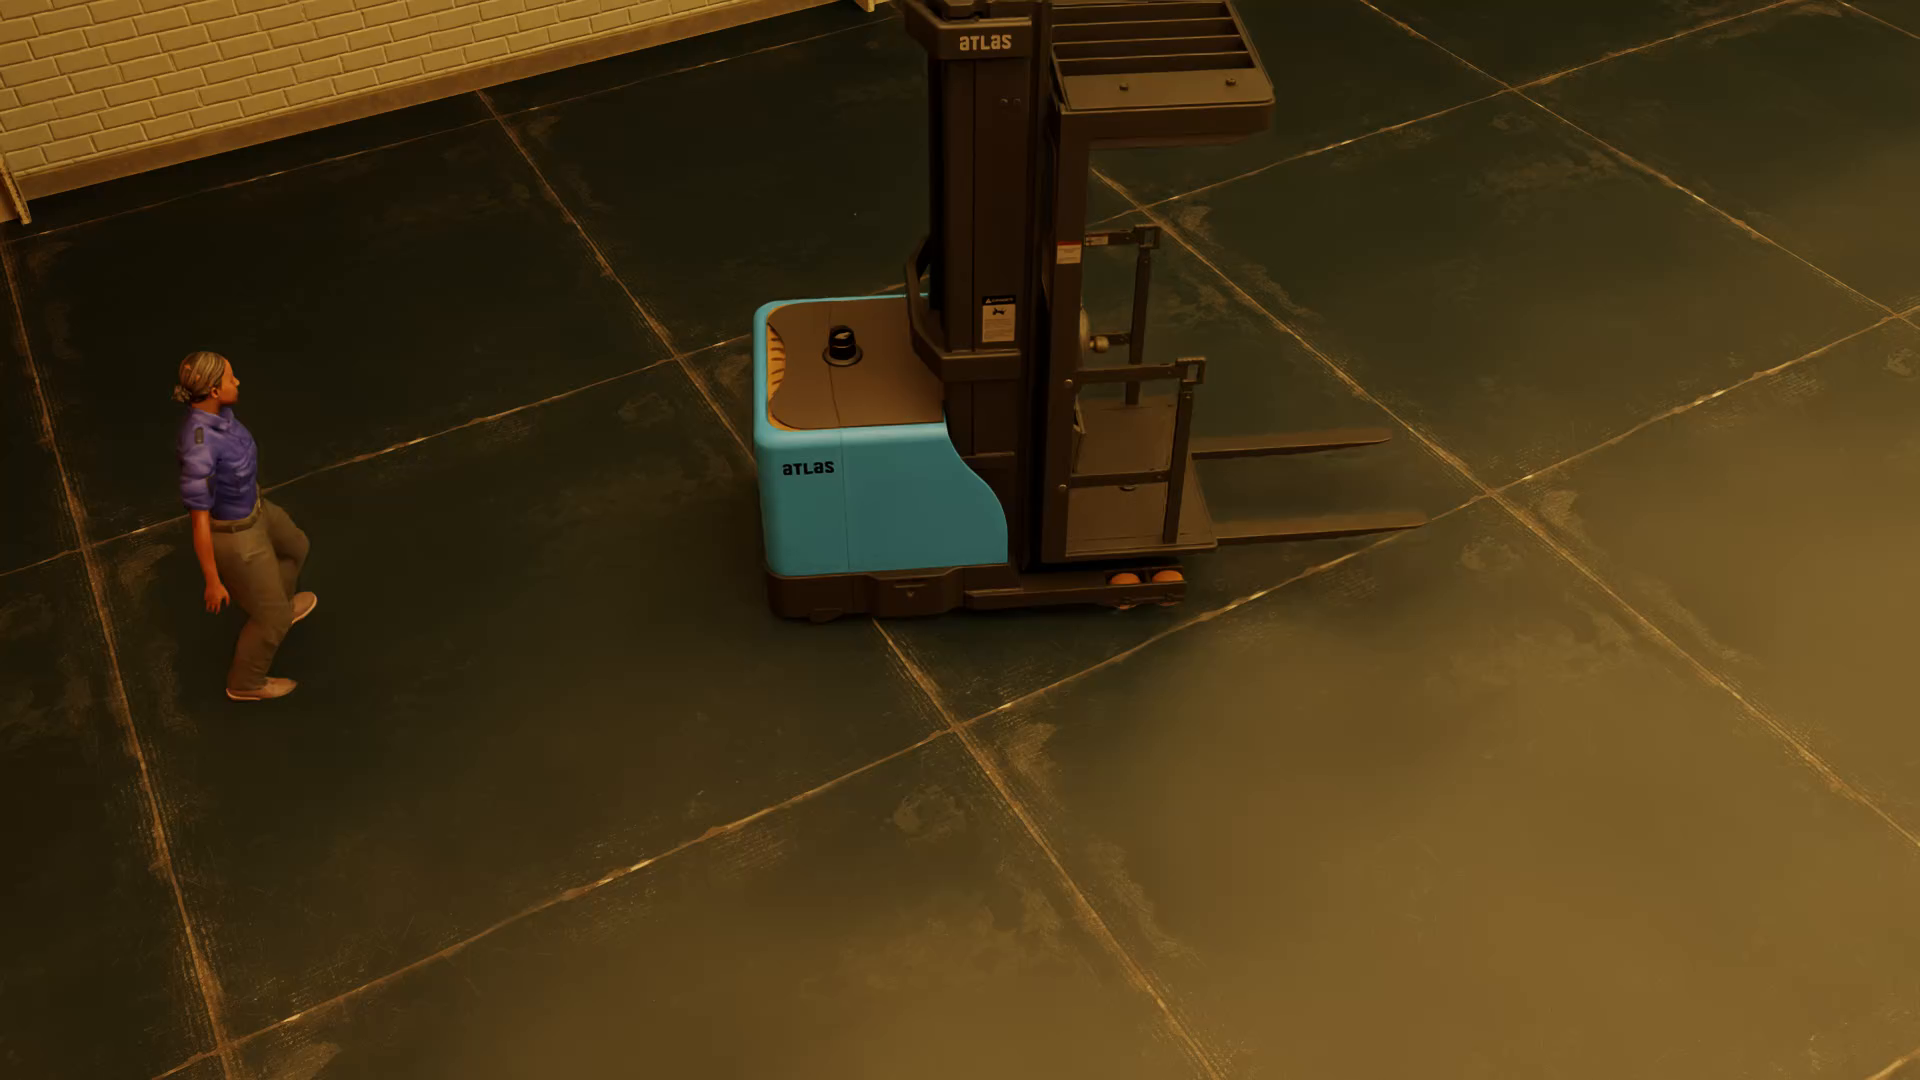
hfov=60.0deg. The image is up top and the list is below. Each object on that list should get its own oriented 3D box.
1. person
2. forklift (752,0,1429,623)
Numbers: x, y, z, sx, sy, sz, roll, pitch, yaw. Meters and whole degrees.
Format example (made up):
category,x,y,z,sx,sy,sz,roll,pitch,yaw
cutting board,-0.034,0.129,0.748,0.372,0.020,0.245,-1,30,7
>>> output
category,x,y,z,sx,sy,sz,roll,pitch,yaw
person,-2.957,-0.029,6.742,0.426,1.636,0.813,-8,44,-9
forklift,0.611,-1.121,6.907,3.031,2.935,1.130,-4,43,-4
